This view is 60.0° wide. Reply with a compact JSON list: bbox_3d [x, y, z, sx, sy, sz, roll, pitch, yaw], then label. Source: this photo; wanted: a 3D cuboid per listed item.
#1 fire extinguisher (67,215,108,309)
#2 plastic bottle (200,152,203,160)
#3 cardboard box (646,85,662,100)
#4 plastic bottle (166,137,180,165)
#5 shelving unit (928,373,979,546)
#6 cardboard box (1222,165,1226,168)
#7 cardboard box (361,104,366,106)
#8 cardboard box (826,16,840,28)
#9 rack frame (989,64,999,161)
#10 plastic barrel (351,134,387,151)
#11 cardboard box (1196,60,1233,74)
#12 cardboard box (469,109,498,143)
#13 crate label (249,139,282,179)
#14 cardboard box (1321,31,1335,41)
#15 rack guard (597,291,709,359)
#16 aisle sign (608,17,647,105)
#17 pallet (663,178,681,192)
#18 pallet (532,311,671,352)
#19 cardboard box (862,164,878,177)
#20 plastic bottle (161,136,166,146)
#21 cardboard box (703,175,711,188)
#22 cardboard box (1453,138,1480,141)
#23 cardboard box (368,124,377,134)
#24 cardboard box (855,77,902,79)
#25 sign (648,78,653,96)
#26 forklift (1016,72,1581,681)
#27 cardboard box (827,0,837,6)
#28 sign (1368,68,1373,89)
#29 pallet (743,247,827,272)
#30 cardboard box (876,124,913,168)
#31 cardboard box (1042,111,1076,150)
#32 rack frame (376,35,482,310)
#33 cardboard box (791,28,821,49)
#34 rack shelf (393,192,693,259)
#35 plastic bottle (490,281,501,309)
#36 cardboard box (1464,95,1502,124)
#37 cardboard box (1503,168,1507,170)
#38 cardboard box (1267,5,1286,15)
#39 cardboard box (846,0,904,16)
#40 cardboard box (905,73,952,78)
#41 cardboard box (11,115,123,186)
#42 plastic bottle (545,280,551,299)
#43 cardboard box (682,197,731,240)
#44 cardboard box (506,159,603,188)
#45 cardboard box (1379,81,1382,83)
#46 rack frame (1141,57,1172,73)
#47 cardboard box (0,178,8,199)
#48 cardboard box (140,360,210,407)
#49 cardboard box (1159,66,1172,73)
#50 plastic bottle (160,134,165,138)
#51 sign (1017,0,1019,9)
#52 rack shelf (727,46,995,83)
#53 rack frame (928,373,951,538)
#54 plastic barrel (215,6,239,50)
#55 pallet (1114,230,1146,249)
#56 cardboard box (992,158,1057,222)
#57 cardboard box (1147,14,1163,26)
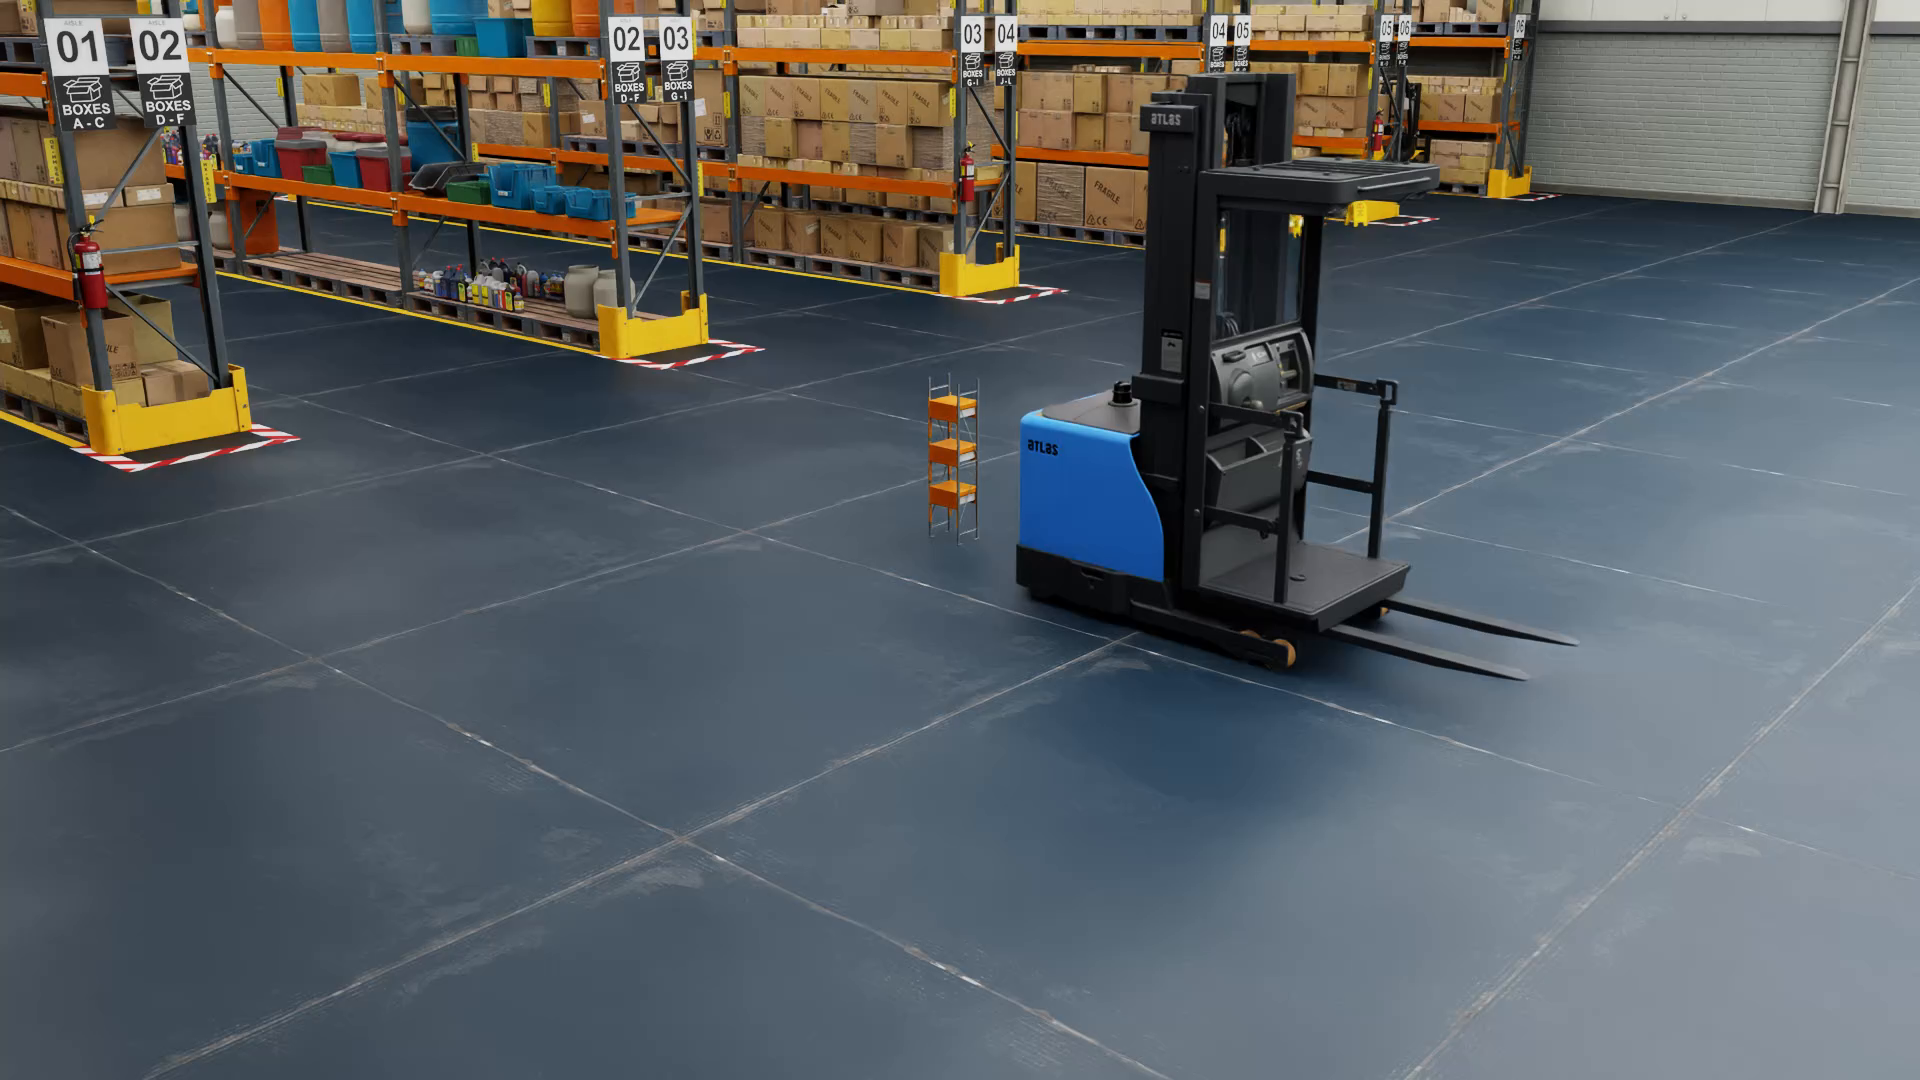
[{"bbox_3d":[-6.498,-2.074,12.406,0.183,0.674,0.296,15,23,39],"label":"fire extinguisher"},{"bbox_3d":[-9.877,-4.949,21.666,0.097,0.201,0.097,0,18,0],"label":"plastic bottle"},{"bbox_3d":[-5.857,-8.214,30.969,0.500,0.500,0.500,15,23,39],"label":"cardboard box"},{"bbox_3d":[-10.503,-5.198,22.203,0.185,0.351,0.144,15,23,39],"label":"plastic bottle"},{"bbox_3d":[-0.040,-0.511,10.578,0.252,1.050,0.215,15,23,39],"label":"shelving unit"},{"bbox_3d":[4.556,-6.488,28.799,0.500,0.500,0.500,16,24,41],"label":"cardboard box"},{"bbox_3d":[-10.369,-7.521,29.200,0.500,0.250,0.500,14,22,37],"label":"cardboard box"},{"bbox_3d":[-1.438,-6.399,20.538,0.250,0.149,0.380,16,23,41],"label":"cardboard box"},{"bbox_3d":[0.894,-8.328,31.987,0.127,3.000,1.000,15,23,39],"label":"rack frame"},{"bbox_3d":[-7.098,-4.616,20.065,0.433,0.535,0.433,0,18,0],"label":"plastic barrel"},{"bbox_3d":[4.439,-7.946,28.473,0.500,0.500,0.700,15,23,40],"label":"cardboard box"},{"bbox_3d":[-7.357,-6.484,26.010,0.500,0.500,0.500,16,23,40],"label":"cardboard box"},{"bbox_3d":[-8.408,-4.722,20.564,0.616,0.435,0.502,15,23,39],"label":"crate label"},{"bbox_3d":[6.041,-8.144,26.862,0.250,0.149,0.380,16,24,41],"label":"cardboard box"},{"bbox_3d":[-3.076,-2.172,16.722,0.348,0.500,1.175,15,23,39],"label":"rack guard"},{"bbox_3d":[-3.131,-4.517,15.679,0.004,0.787,0.394,15,23,39],"label":"aisle sign"},{"bbox_3d":[-5.833,-6.789,31.746,1.213,0.211,1.003,15,23,39],"label":"pallet"},{"bbox_3d":[-3.680,-2.199,17.284,1.213,0.211,1.003,15,23,39],"label":"pallet"},{"bbox_3d":[-0.996,-4.618,20.711,0.250,0.149,0.380,15,23,39],"label":"cardboard box"},{"bbox_3d":[-10.741,-5.262,22.405,0.185,0.351,0.144,15,23,39],"label":"plastic bottle"},{"bbox_3d":[-4.534,-6.686,30.249,0.500,0.500,0.500,16,24,42],"label":"cardboard box"},{"bbox_3d":[9.560,-7.451,31.420,0.500,0.250,0.500,15,23,39],"label":"cardboard box"},{"bbox_3d":[-9.698,-6.912,27.938,0.250,0.149,0.380,16,23,40],"label":"cardboard box"},{"bbox_3d":[-1.053,-5.619,21.140,0.500,0.500,0.500,15,23,39],"label":"cardboard box"},{"bbox_3d":[-5.662,-8.280,30.402,0.005,0.325,0.100,15,23,39],"label":"sign"},{"bbox_3d":[1.765,-0.899,8.689,3.031,2.935,1.130,15,23,39],"label":"forklift"},{"bbox_3d":[-2.398,-11.022,34.492,0.500,0.500,0.500,16,23,40],"label":"cardboard box"},{"bbox_3d":[6.494,-7.303,26.319,0.005,0.325,0.100,15,23,39],"label":"sign"},{"bbox_3d":[-2.166,-3.827,22.413,1.213,0.211,1.003,15,23,39],"label":"pallet"},{"bbox_3d":[-0.547,-4.859,20.399,0.500,0.500,0.875,15,23,39],"label":"cardboard box"},{"bbox_3d":[1.712,-6.145,24.858,0.550,0.550,0.875,15,23,39],"label":"cardboard box"},{"bbox_3d":[-5.980,-4.162,18.860,0.127,3.000,1.000,15,23,39],"label":"rack frame"},{"bbox_3d":[-1.762,-6.286,20.840,0.500,0.250,0.500,14,22,37],"label":"cardboard box"},{"bbox_3d":[-4.484,-3.418,17.704,4.000,0.370,1.077,15,23,39],"label":"rack shelf"},{"bbox_3d":[-4.927,-2.625,17.791,0.135,0.276,0.152,14,22,38],"label":"plastic bottle"},{"bbox_3d":[9.627,-7.933,30.575,0.500,0.500,0.500,14,23,38],"label":"cardboard box"},{"bbox_3d":[9.932,-6.878,31.269,0.500,0.250,0.500,15,23,39],"label":"cardboard box"},{"bbox_3d":[5.259,-8.713,27.339,0.250,0.149,0.380,16,23,41],"label":"cardboard box"},{"bbox_3d":[-1.027,-6.591,20.071,0.500,0.500,0.500,15,23,39],"label":"cardboard box"},{"bbox_3d":[-0.463,-7.212,26.651,0.500,0.500,0.700,15,23,40],"label":"cardboard box"},{"bbox_3d":[-7.056,-3.117,13.256,0.500,0.500,0.700,14,23,38],"label":"cardboard box"},{"bbox_3d":[-4.542,-2.779,18.398,0.097,0.201,0.097,0,18,0],"label":"plastic bottle"},{"bbox_3d":[-3.481,-4.529,23.422,0.500,0.500,0.700,15,23,39],"label":"cardboard box"},{"bbox_3d":[-6.186,-5.417,25.631,0.875,0.875,1.225,14,22,37],"label":"cardboard box"},{"bbox_3d":[8.008,-8.814,31.788,0.250,0.149,0.380,15,23,38],"label":"cardboard box"},{"bbox_3d":[4.186,-9.452,35.527,0.127,3.000,1.000,15,23,39],"label":"rack frame"},{"bbox_3d":[-7.660,-2.889,13.611,0.250,0.149,0.380,16,24,41],"label":"cardboard box"},{"bbox_3d":[-6.532,-1.287,13.651,0.500,0.250,0.500,15,23,39],"label":"cardboard box"},{"bbox_3d":[3.769,-8.398,29.784,0.250,0.149,0.380,15,23,39],"label":"cardboard box"},{"bbox_3d":[-11.454,-5.704,23.921,0.135,0.276,0.152,15,23,39],"label":"plastic bottle"},{"bbox_3d":[0.660,-6.449,19.661,0.005,0.325,0.100,15,23,39],"label":"sign"},{"bbox_3d":[-1.196,-5.968,20.781,4.000,0.370,1.077,15,23,39],"label":"rack shelf"},{"bbox_3d":[-0.131,-0.536,10.655,0.008,1.050,0.200,15,23,39],"label":"rack frame"},{"bbox_3d":[-8.942,-6.317,20.505,0.421,0.512,0.421,0,18,0],"label":"plastic barrel"},{"bbox_3d":[3.018,-4.395,24.204,1.213,0.211,1.003,15,23,39],"label":"pallet"},{"bbox_3d":[1.100,-5.430,25.673,0.875,0.875,0.875,15,23,40],"label":"cardboard box"},{"bbox_3d":[2.814,-7.232,23.129,0.250,0.149,0.380,15,23,40],"label":"cardboard box"}]
